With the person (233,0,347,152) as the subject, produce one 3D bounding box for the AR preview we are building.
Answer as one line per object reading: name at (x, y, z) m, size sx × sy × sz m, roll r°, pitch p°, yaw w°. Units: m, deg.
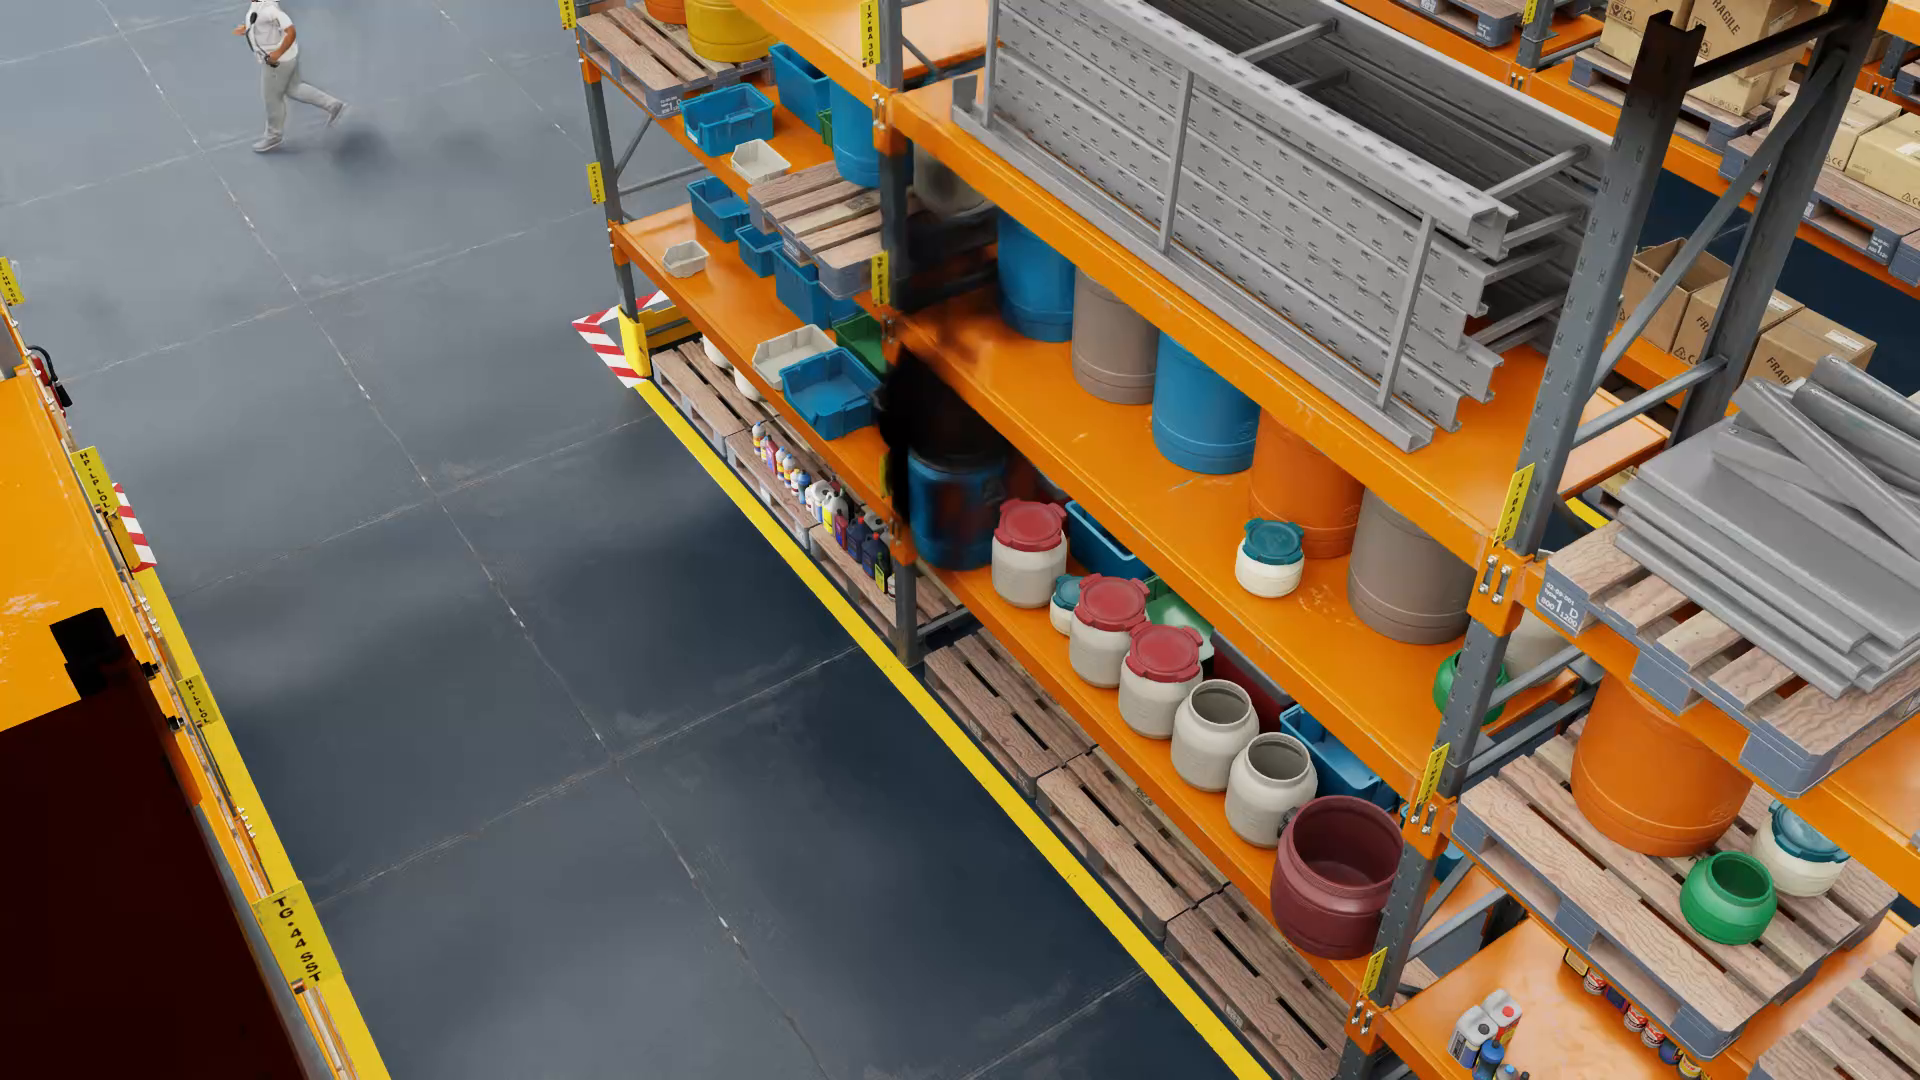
person at (-6.270, -4.434, 15.332) m, size 0.925 × 1.665 × 0.606 m, roll -11°, pitch 44°, yaw -12°
